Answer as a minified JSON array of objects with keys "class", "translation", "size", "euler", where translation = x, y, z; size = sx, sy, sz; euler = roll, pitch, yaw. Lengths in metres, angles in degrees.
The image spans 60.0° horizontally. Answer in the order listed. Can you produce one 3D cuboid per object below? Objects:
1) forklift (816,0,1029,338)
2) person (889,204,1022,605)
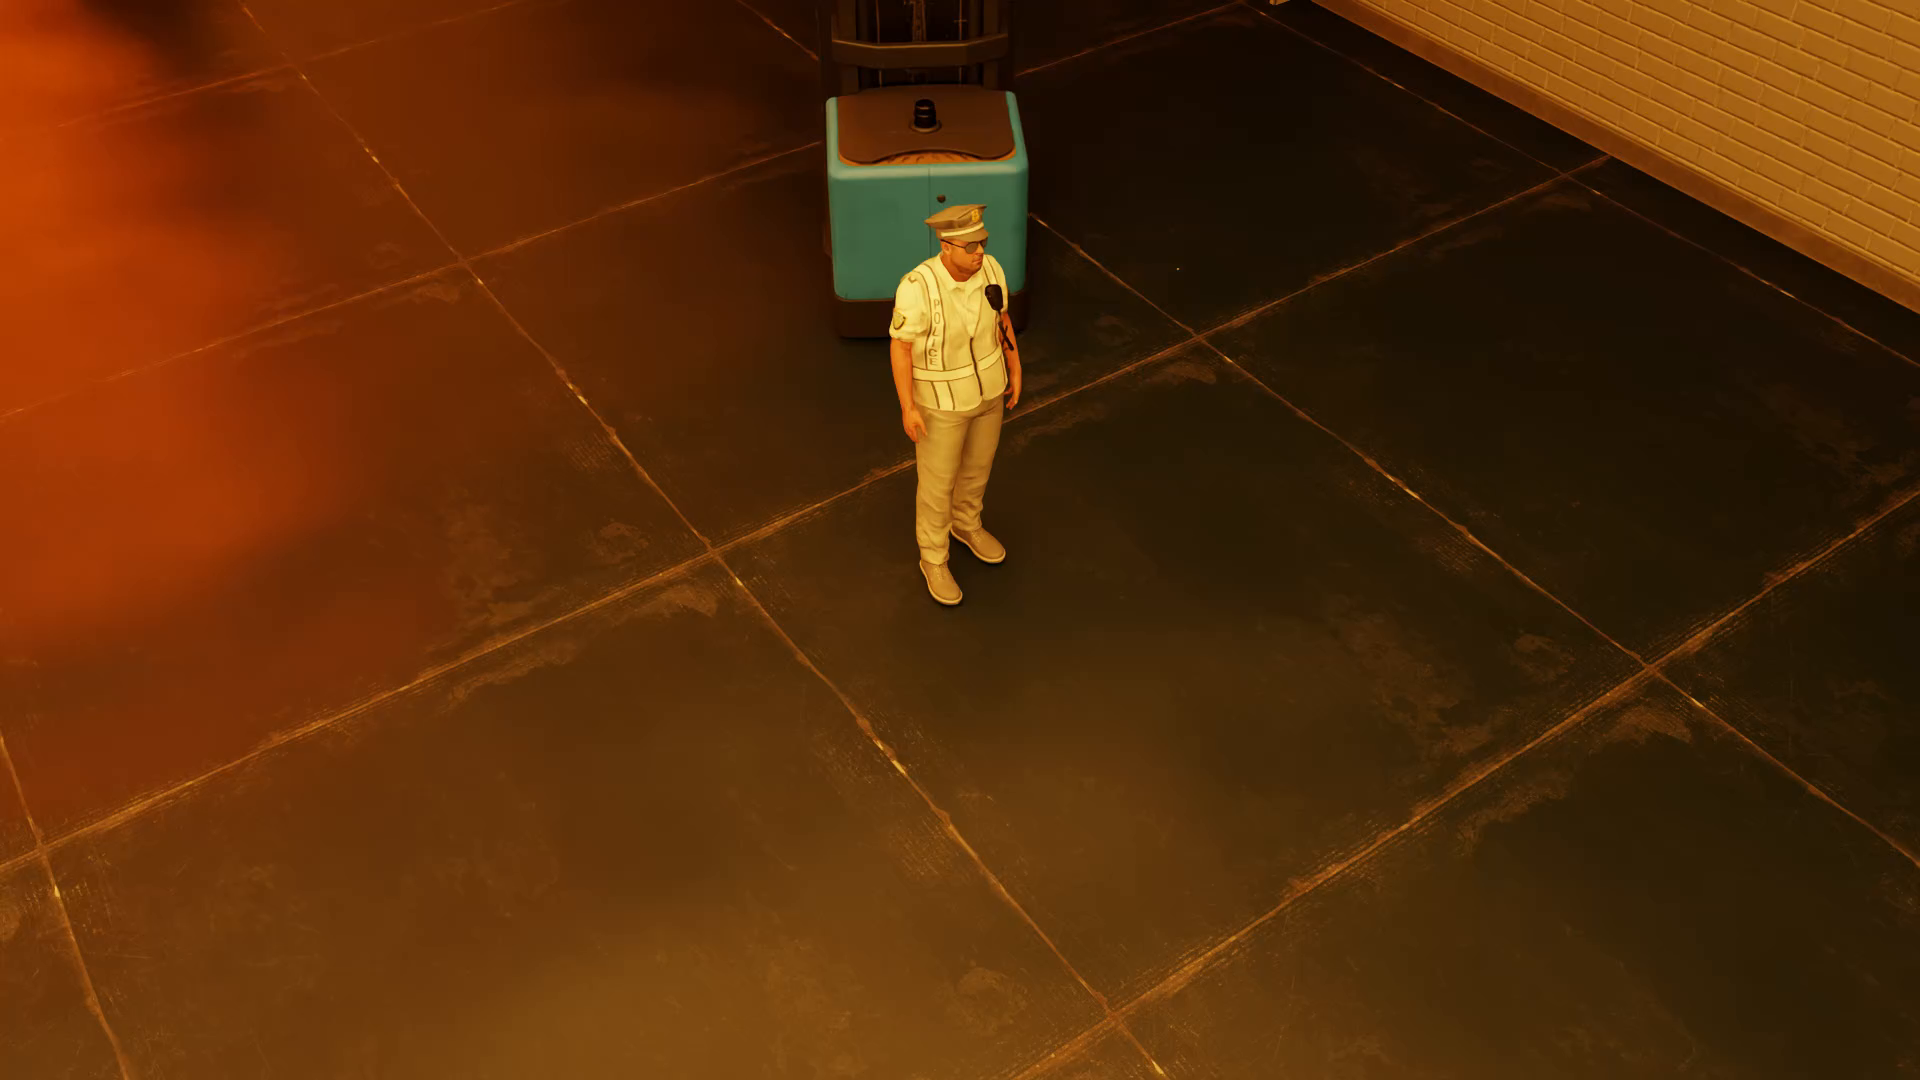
[{"class":"forklift","translation":[-0.257,-3.155,9.139],"size":[1.130,2.935,3.031],"euler":[-3,43,-3]},{"class":"person","translation":[0.035,-0.613,7.217],"size":[0.641,1.780,0.574],"euler":[-25,48,-25]}]
